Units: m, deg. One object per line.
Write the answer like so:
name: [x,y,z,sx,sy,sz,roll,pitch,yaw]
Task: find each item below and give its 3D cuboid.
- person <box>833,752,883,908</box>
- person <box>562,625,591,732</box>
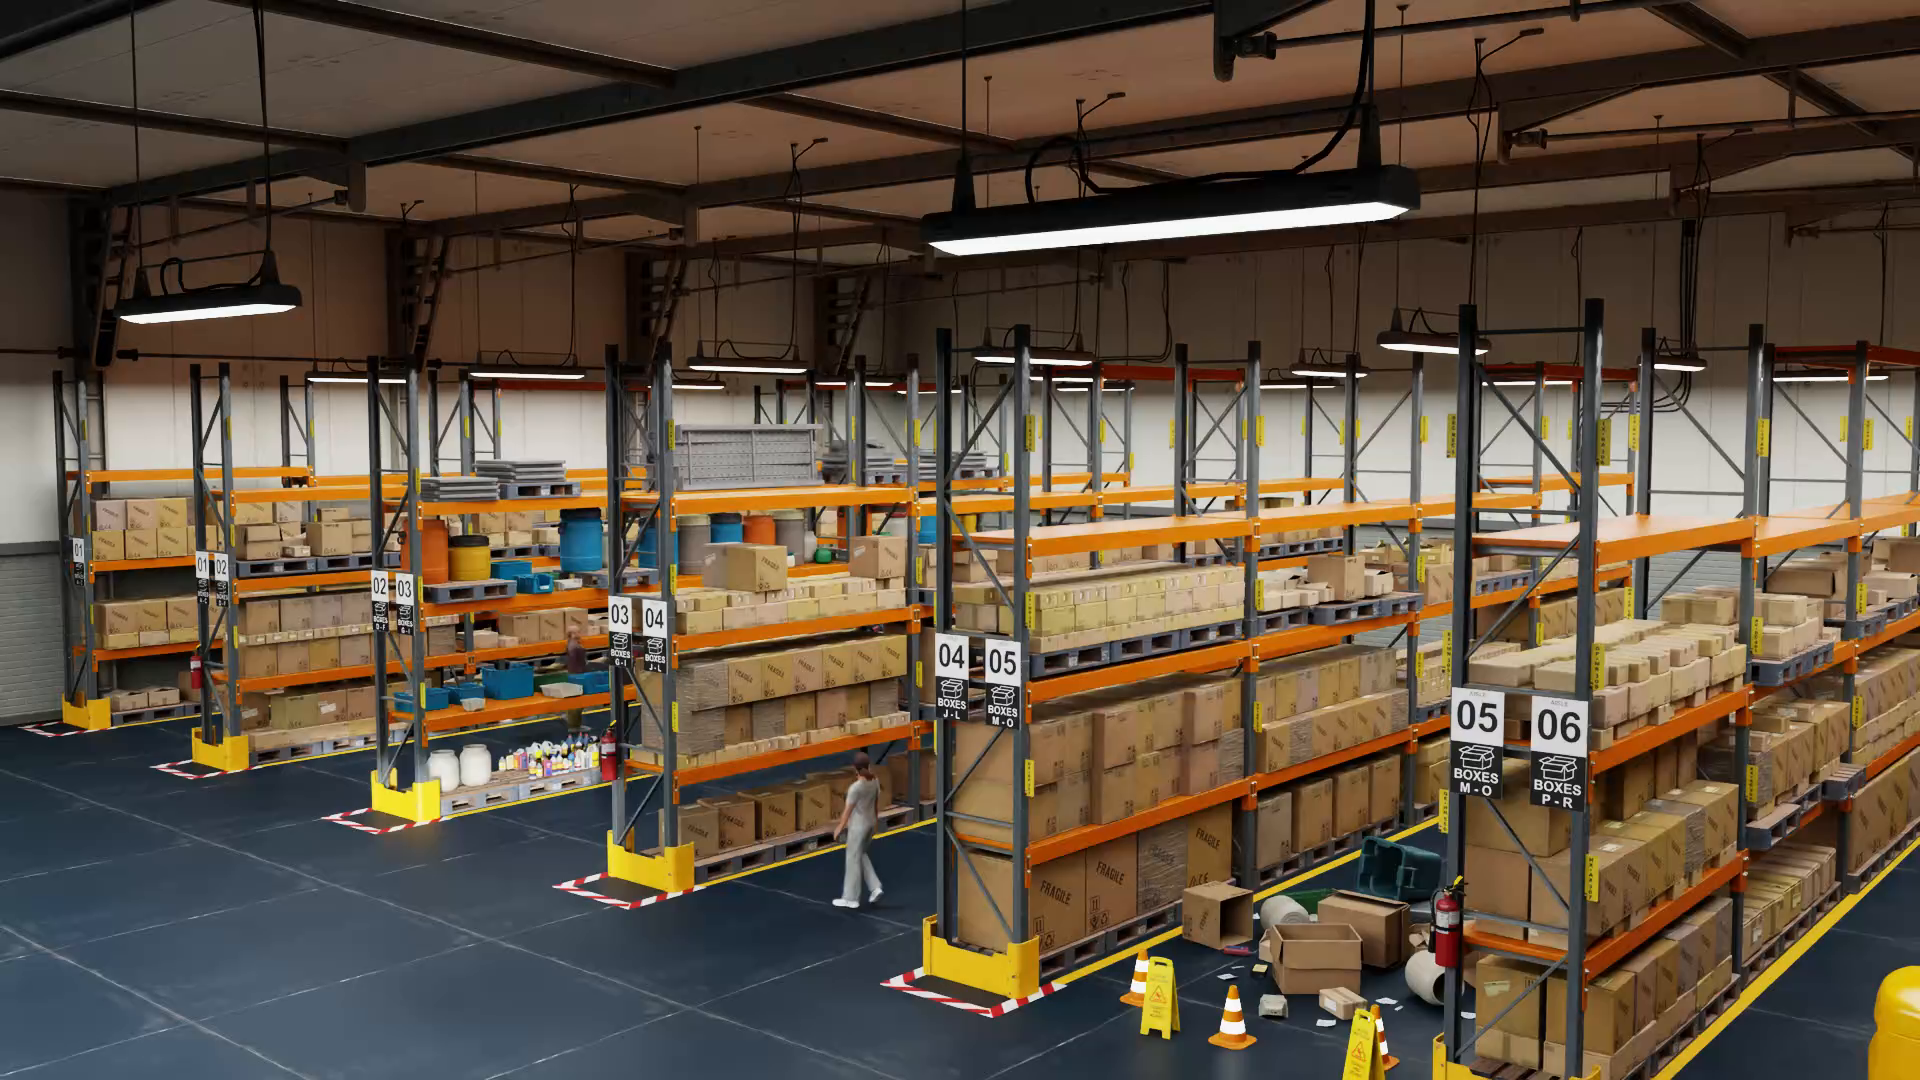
person: [-1.087,3.062,17.620,0.516,1.677,0.519,2,5,26]
person: [-6.316,2.287,27.432,0.519,1.787,0.596,-1,4,-13]
